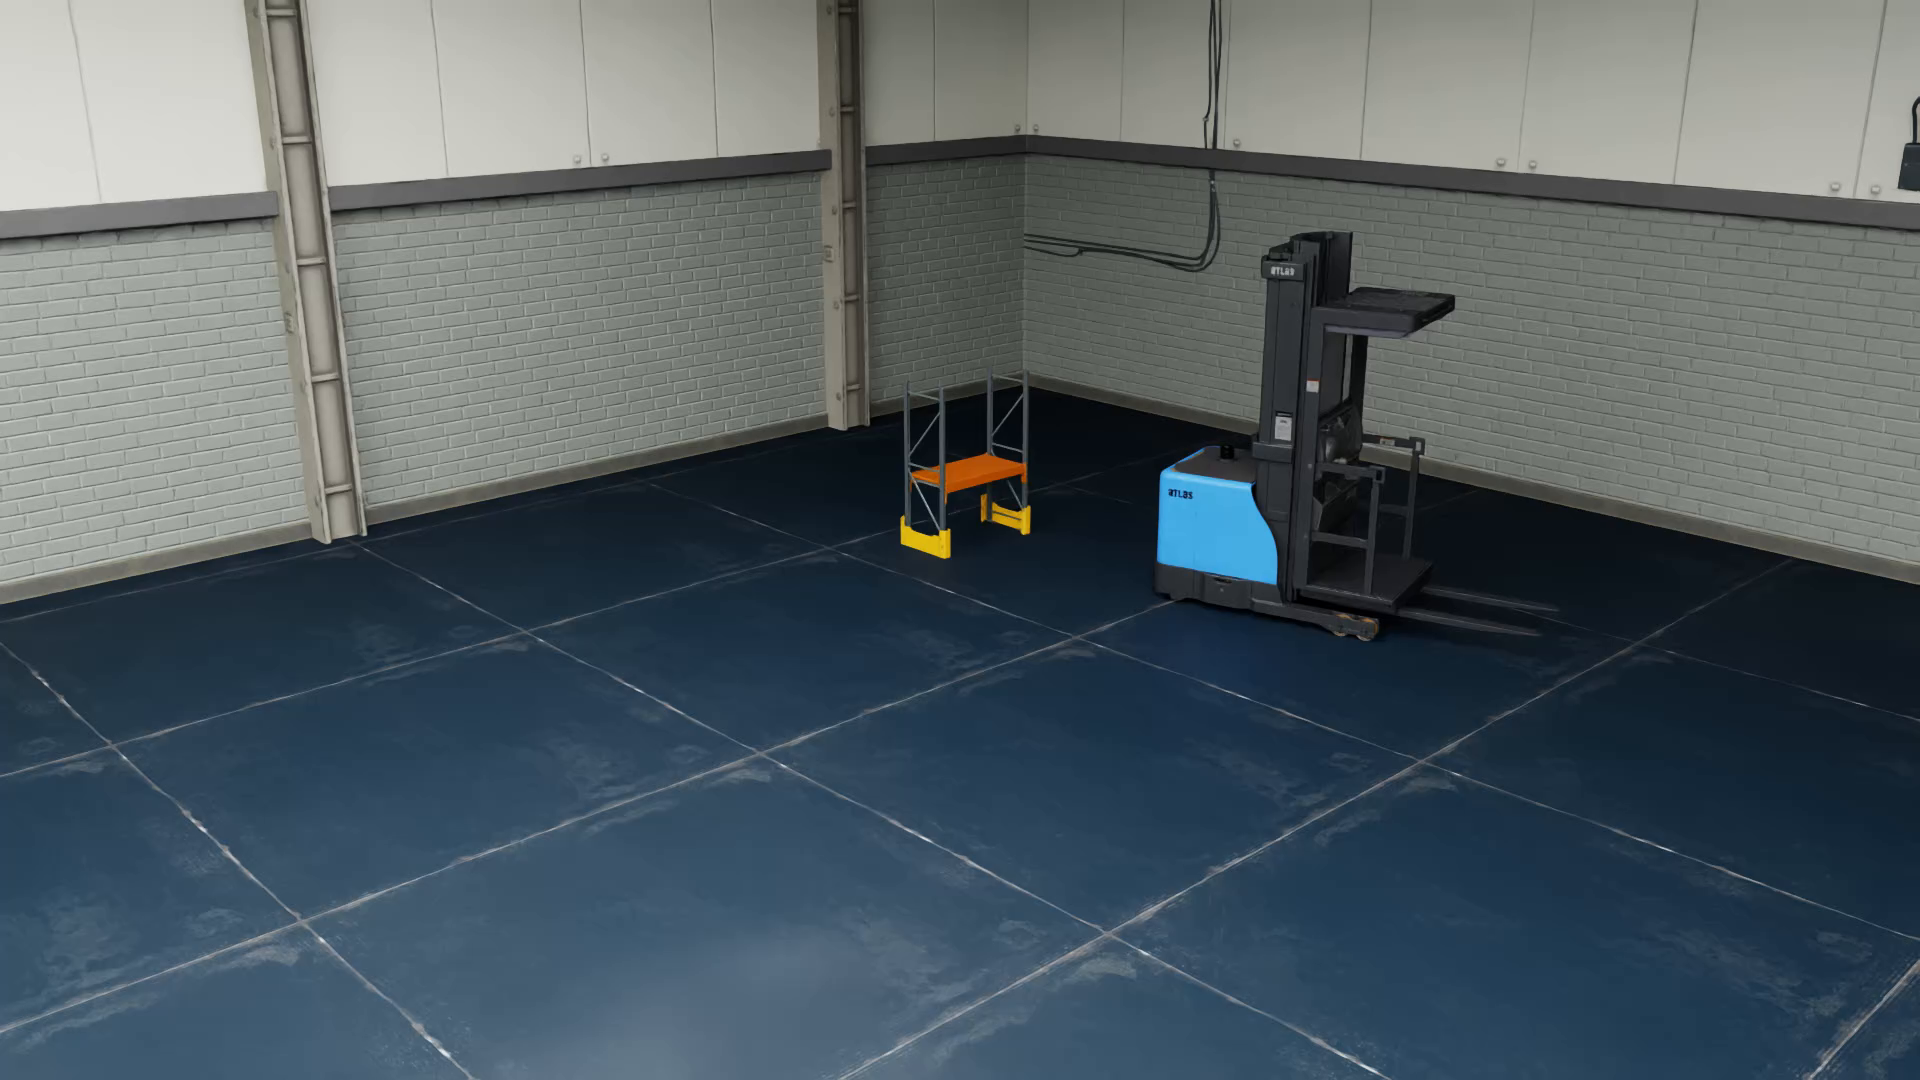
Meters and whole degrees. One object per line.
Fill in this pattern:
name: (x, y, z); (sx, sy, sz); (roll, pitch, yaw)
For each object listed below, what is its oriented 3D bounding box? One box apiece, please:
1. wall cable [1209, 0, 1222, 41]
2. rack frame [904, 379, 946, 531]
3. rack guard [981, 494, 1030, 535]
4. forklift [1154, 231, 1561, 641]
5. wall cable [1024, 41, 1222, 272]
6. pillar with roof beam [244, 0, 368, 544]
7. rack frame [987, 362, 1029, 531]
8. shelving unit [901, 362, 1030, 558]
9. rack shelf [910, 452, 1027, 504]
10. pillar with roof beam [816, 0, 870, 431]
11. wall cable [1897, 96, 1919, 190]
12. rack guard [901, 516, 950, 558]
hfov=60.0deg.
wall cable: (3.634, -6.237, 16.476); (0.112, 2.526, 3.097); (-16, 24, -41)
rack frame: (-0.307, -0.624, 14.477); (0.032, 1.500, 0.500); (-16, 24, -41)
rack guard: (0.417, -0.241, 15.321); (0.087, 0.250, 0.587); (-16, 24, -41)
forklift: (3.106, -0.814, 12.744); (3.031, 2.935, 1.130); (11, 21, 30)
wall cable: (1.775, -4.441, 19.125); (0.112, 2.526, 3.097); (-16, 24, -41)
pillar with roof beam: (-2.676, -3.354, 10.738); (0.400, 9.000, 9.100); (-16, 24, -41)
rack frame: (0.431, -0.839, 15.141); (0.032, 1.500, 0.500); (-16, 24, -41)
shelving unit: (0.055, -0.730, 14.803); (1.083, 1.500, 0.587); (-16, 24, -41)
rack shelf: (0.062, -0.560, 14.865); (1.000, 0.185, 0.538); (-16, 24, -41)
pillar with roof beam: (1.683, -4.625, 14.659); (0.400, 9.000, 9.100); (-16, 24, -41)
wall cable: (8.286, -5.405, 11.550); (0.169, 6.003, 2.305); (-16, 24, -41)
rack guard: (-0.306, -0.030, 14.670); (0.087, 0.250, 0.587); (-16, 24, -41)
